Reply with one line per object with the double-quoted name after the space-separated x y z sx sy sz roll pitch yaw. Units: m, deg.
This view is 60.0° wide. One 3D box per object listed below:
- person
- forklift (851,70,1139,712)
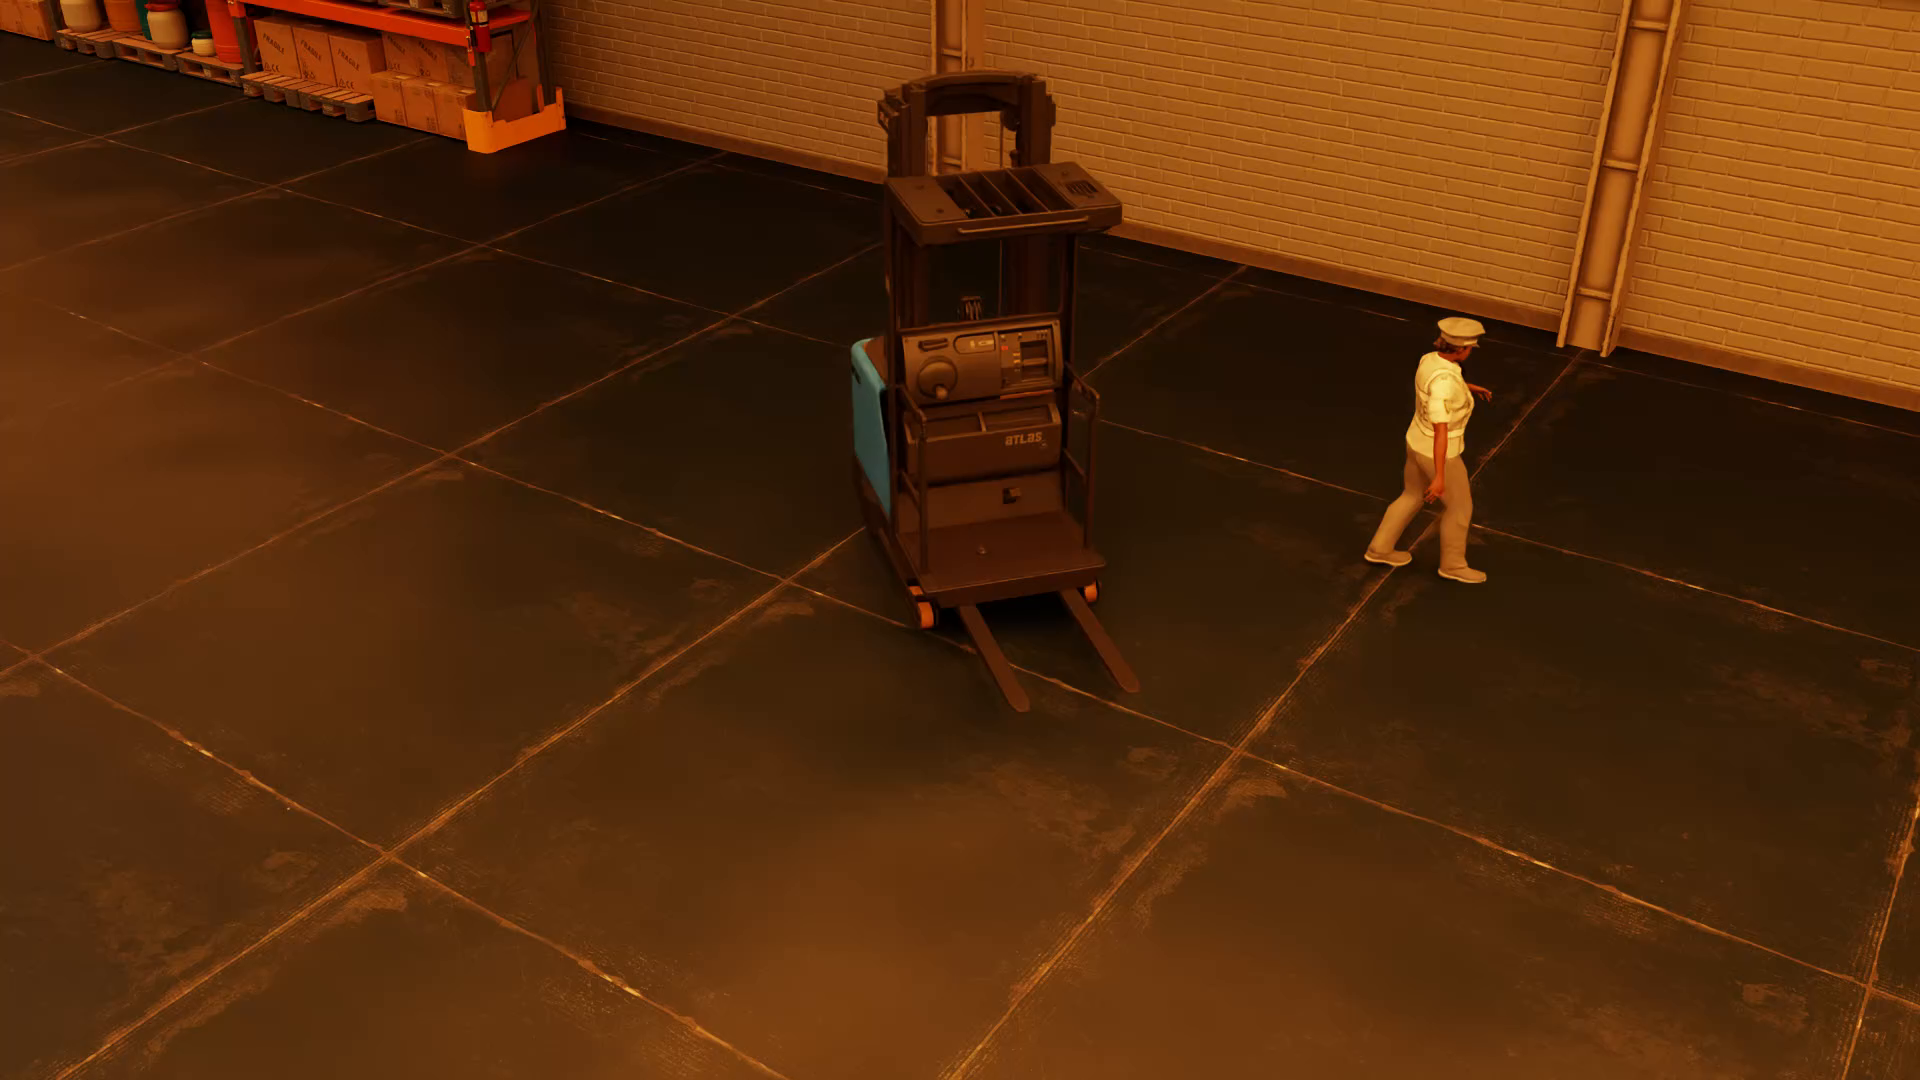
2.864 -0.503 9.760 0.722 1.640 0.892 -1 30 -1 "person"
0.194 -0.969 9.250 1.130 2.935 3.031 -8 31 -14 "forklift"
